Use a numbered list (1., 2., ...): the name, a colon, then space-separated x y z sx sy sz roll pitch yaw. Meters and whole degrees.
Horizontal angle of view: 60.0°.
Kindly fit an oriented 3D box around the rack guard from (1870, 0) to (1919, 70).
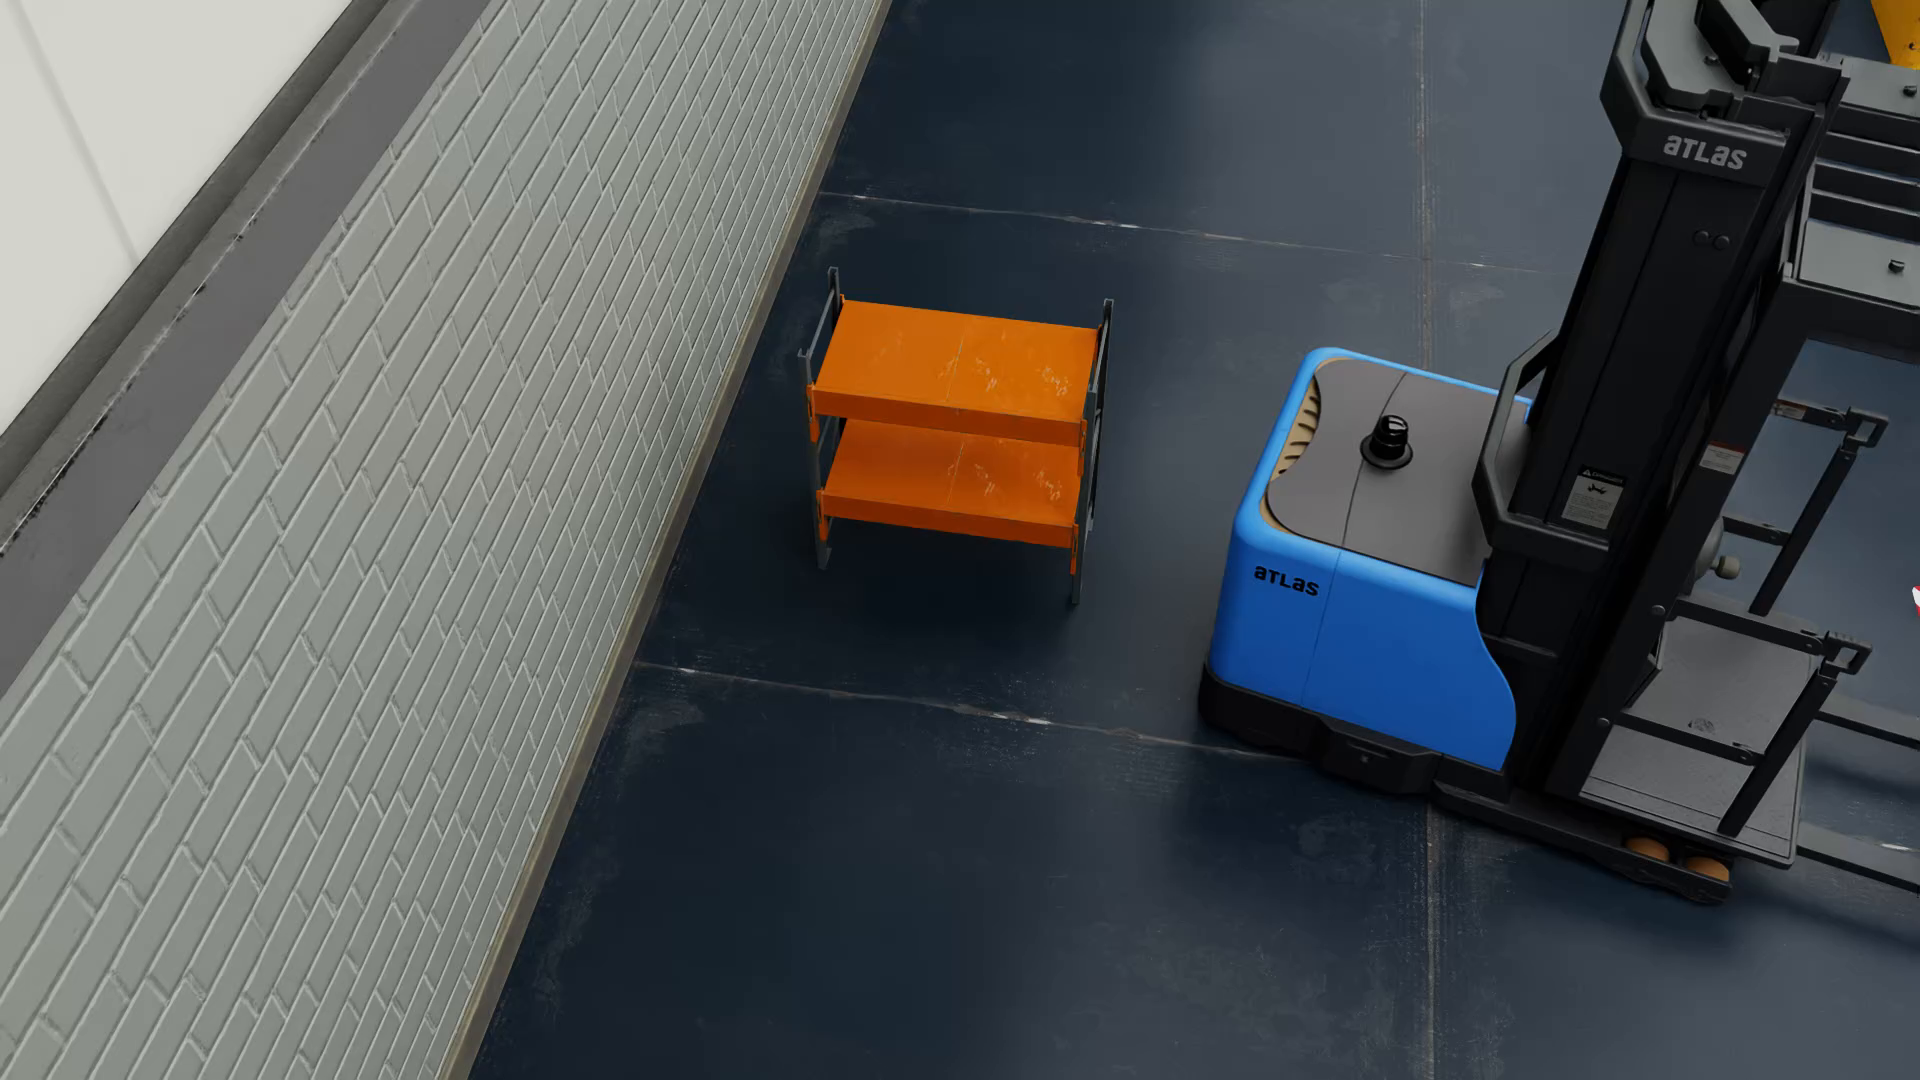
1. rack guard: 5.297 -3.012 9.092 0.348 0.500 1.175 8 49 7

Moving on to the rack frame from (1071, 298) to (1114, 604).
1. rack frame: 0.494 -0.310 6.244 0.032 1.125 0.500 8 49 7

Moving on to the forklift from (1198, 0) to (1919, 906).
1. forklift: 2.436 -0.209 4.939 3.031 2.935 1.130 18 50 15

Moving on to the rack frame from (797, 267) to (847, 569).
1. rack frame: -0.507 -0.444 6.365 0.032 1.125 0.500 8 49 7

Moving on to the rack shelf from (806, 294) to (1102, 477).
1. rack shelf: -0.007 -0.572 6.087 1.000 0.278 0.538 8 49 7

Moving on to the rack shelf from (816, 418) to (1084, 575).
1. rack shelf: -0.007 -0.213 6.486 1.000 0.278 0.538 8 49 7

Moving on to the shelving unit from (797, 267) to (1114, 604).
1. shelving unit: -0.007 -0.377 6.304 1.048 1.125 0.538 8 49 7
